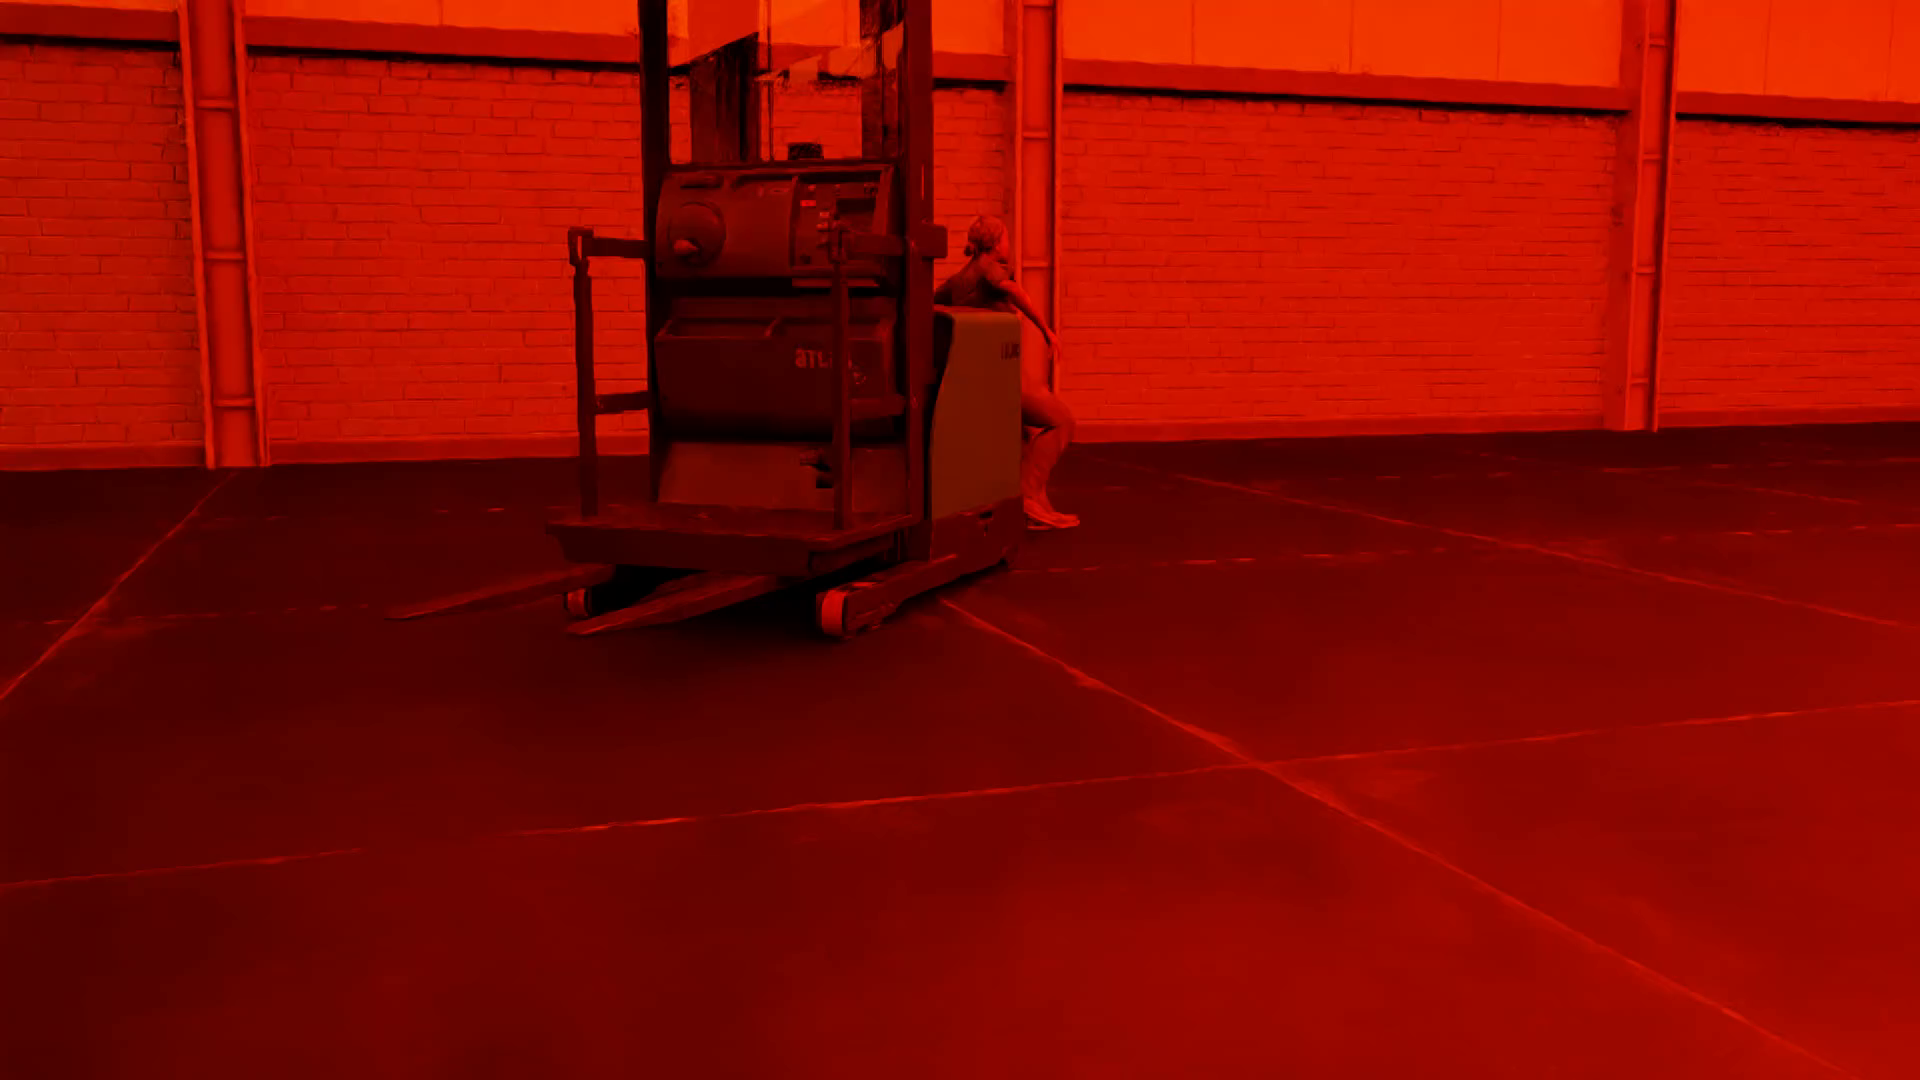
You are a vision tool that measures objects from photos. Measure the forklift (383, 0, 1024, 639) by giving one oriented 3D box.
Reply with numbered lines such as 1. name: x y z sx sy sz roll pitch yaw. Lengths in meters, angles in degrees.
1. forklift: -0.750 -1.187 5.778 1.130 2.935 3.031 3 8 22

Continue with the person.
1. person: 0.294 -0.780 8.034 0.711 1.508 0.985 -3 8 -24
